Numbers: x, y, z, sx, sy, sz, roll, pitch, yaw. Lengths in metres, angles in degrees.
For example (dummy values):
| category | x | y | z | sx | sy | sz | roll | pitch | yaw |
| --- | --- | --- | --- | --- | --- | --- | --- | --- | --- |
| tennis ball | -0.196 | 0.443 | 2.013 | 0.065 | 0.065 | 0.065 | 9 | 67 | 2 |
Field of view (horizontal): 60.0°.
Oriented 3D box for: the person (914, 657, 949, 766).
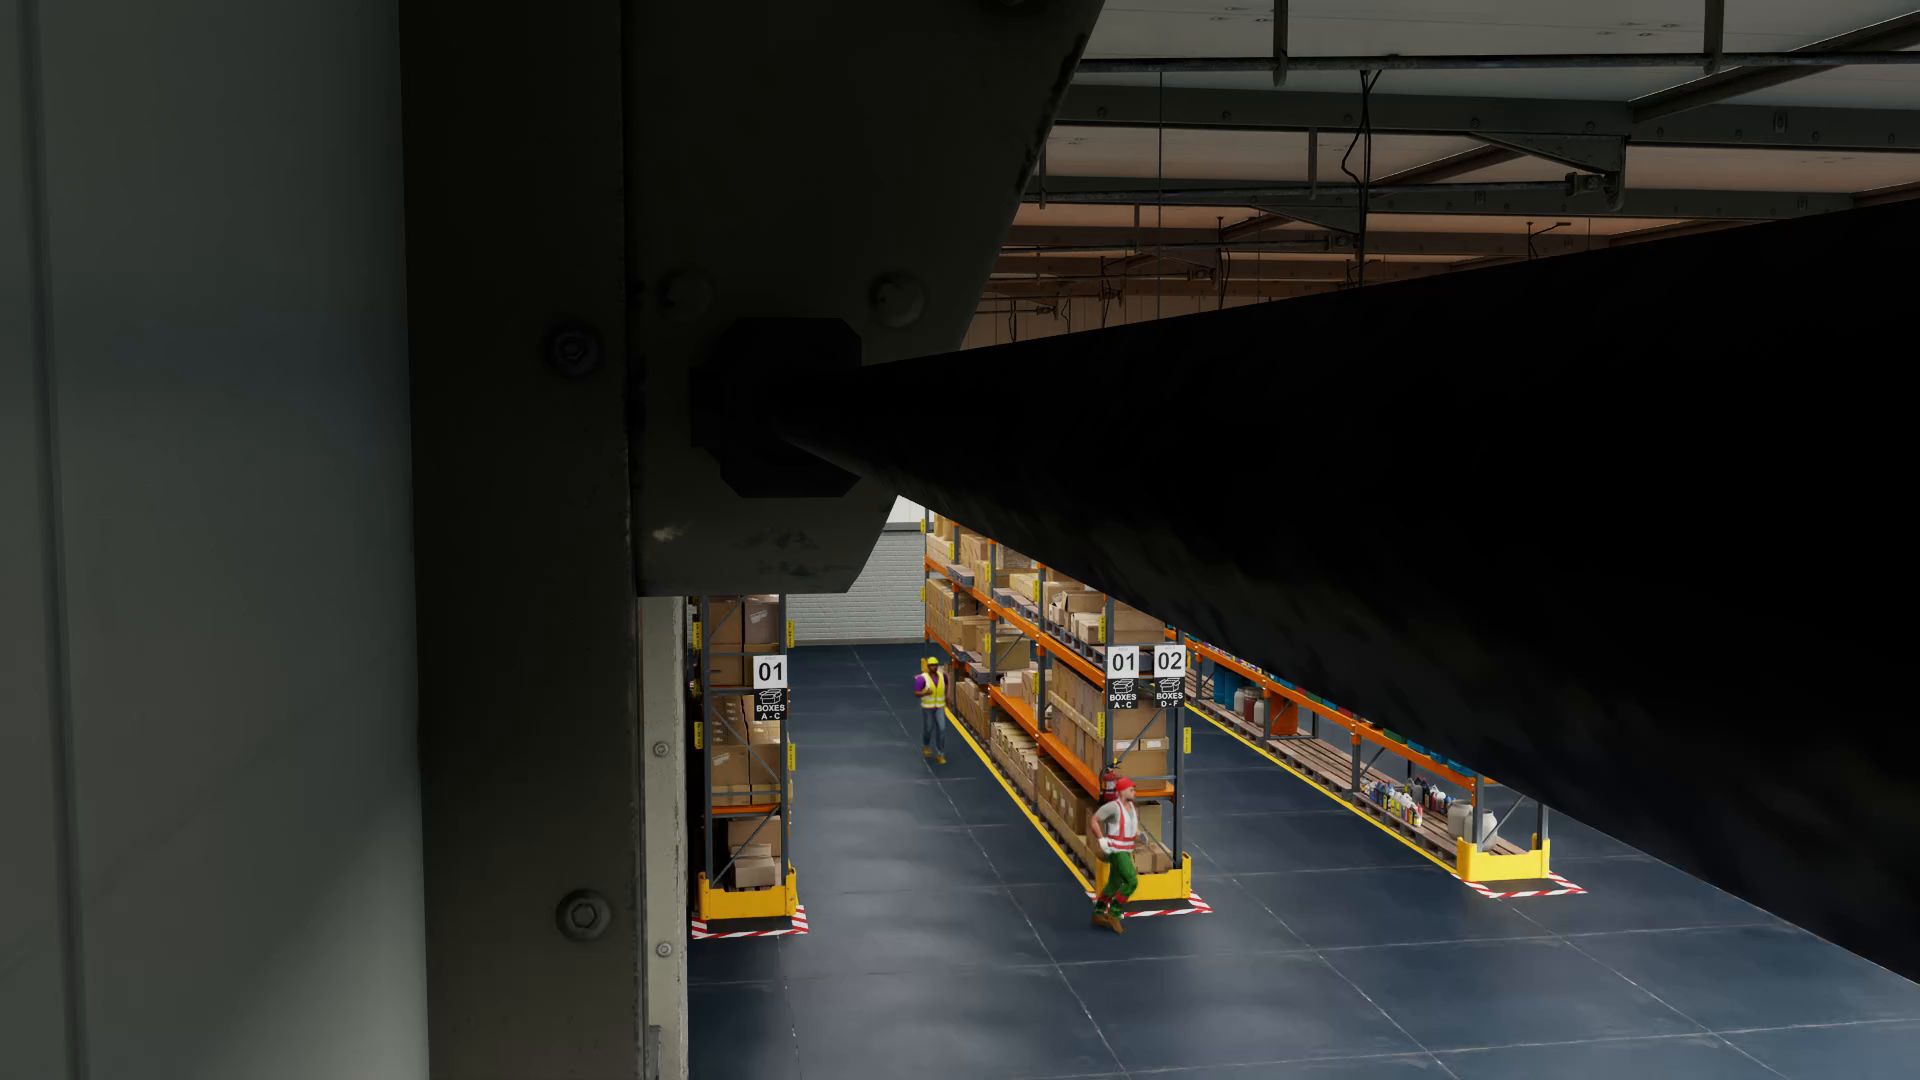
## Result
| category | x | y | z | sx | sy | sz | roll | pitch | yaw |
| --- | --- | --- | --- | --- | --- | --- | --- | --- | --- |
| person | -0.466 | 2.912 | 28.639 | 0.679 | 1.809 | 0.833 | -1 | 5 | -15 |

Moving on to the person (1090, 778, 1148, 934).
| category | x | y | z | sx | sy | sz | roll | pitch | yaw |
| --- | --- | --- | --- | --- | --- | --- | --- | --- | --- |
| person | 1.921 | 3.723 | 19.766 | 0.664 | 1.765 | 0.678 | 3 | 6 | 32 |
